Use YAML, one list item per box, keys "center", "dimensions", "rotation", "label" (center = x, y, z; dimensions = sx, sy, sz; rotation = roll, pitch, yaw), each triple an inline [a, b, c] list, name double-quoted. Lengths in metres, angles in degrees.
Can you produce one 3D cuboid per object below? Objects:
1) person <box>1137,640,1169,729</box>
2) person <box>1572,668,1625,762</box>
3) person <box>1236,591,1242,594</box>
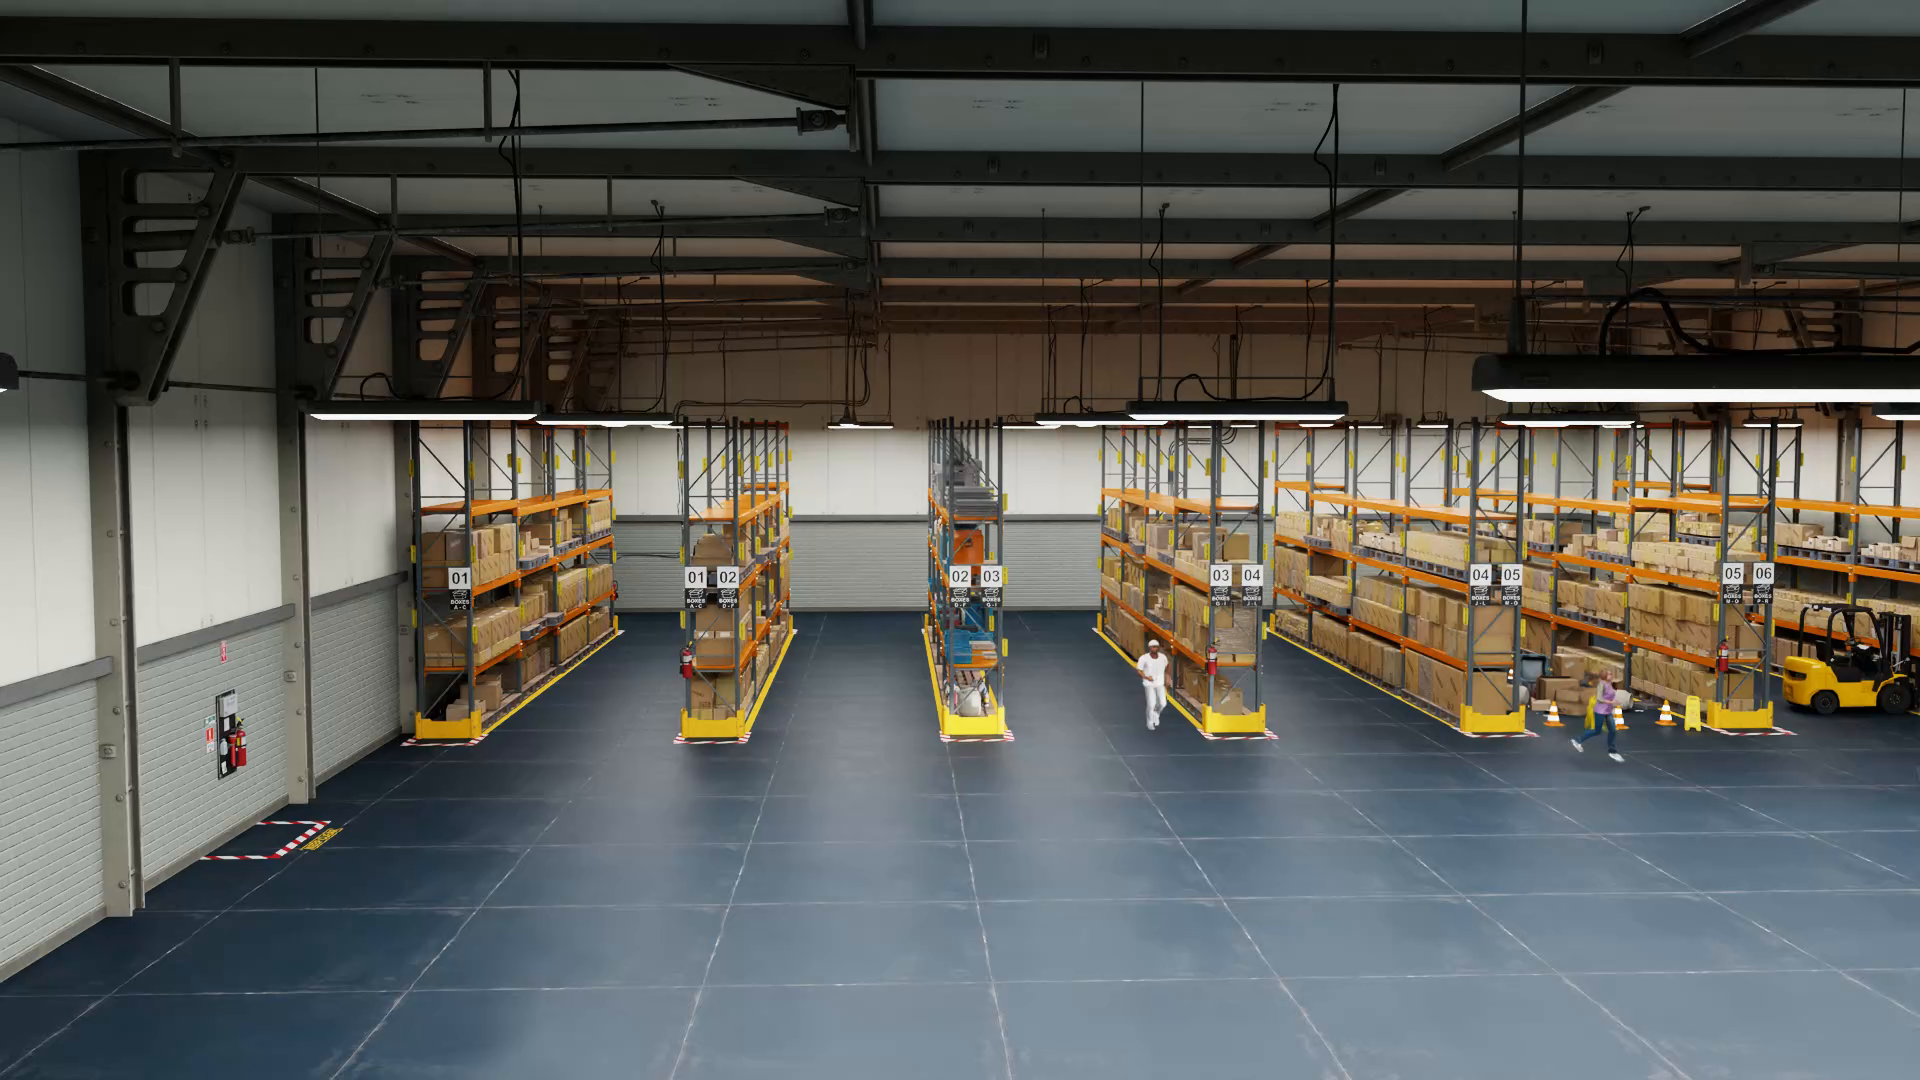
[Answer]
- center: [3.749, 2.773, 31.885]
  dimensions: [0.728, 1.730, 0.584]
  rotation: [-1, 4, -16]
  label: "person"
- center: [11.192, 3.030, 29.066]
  dimensions: [0.551, 1.603, 0.882]
  rotation: [-4, 5, -45]
  label: "person"
- center: [7.691, 1.778, 47.852]
  dimensions: [0.834, 1.660, 0.678]
  rotation: [1, 4, 21]
  label: "person"
